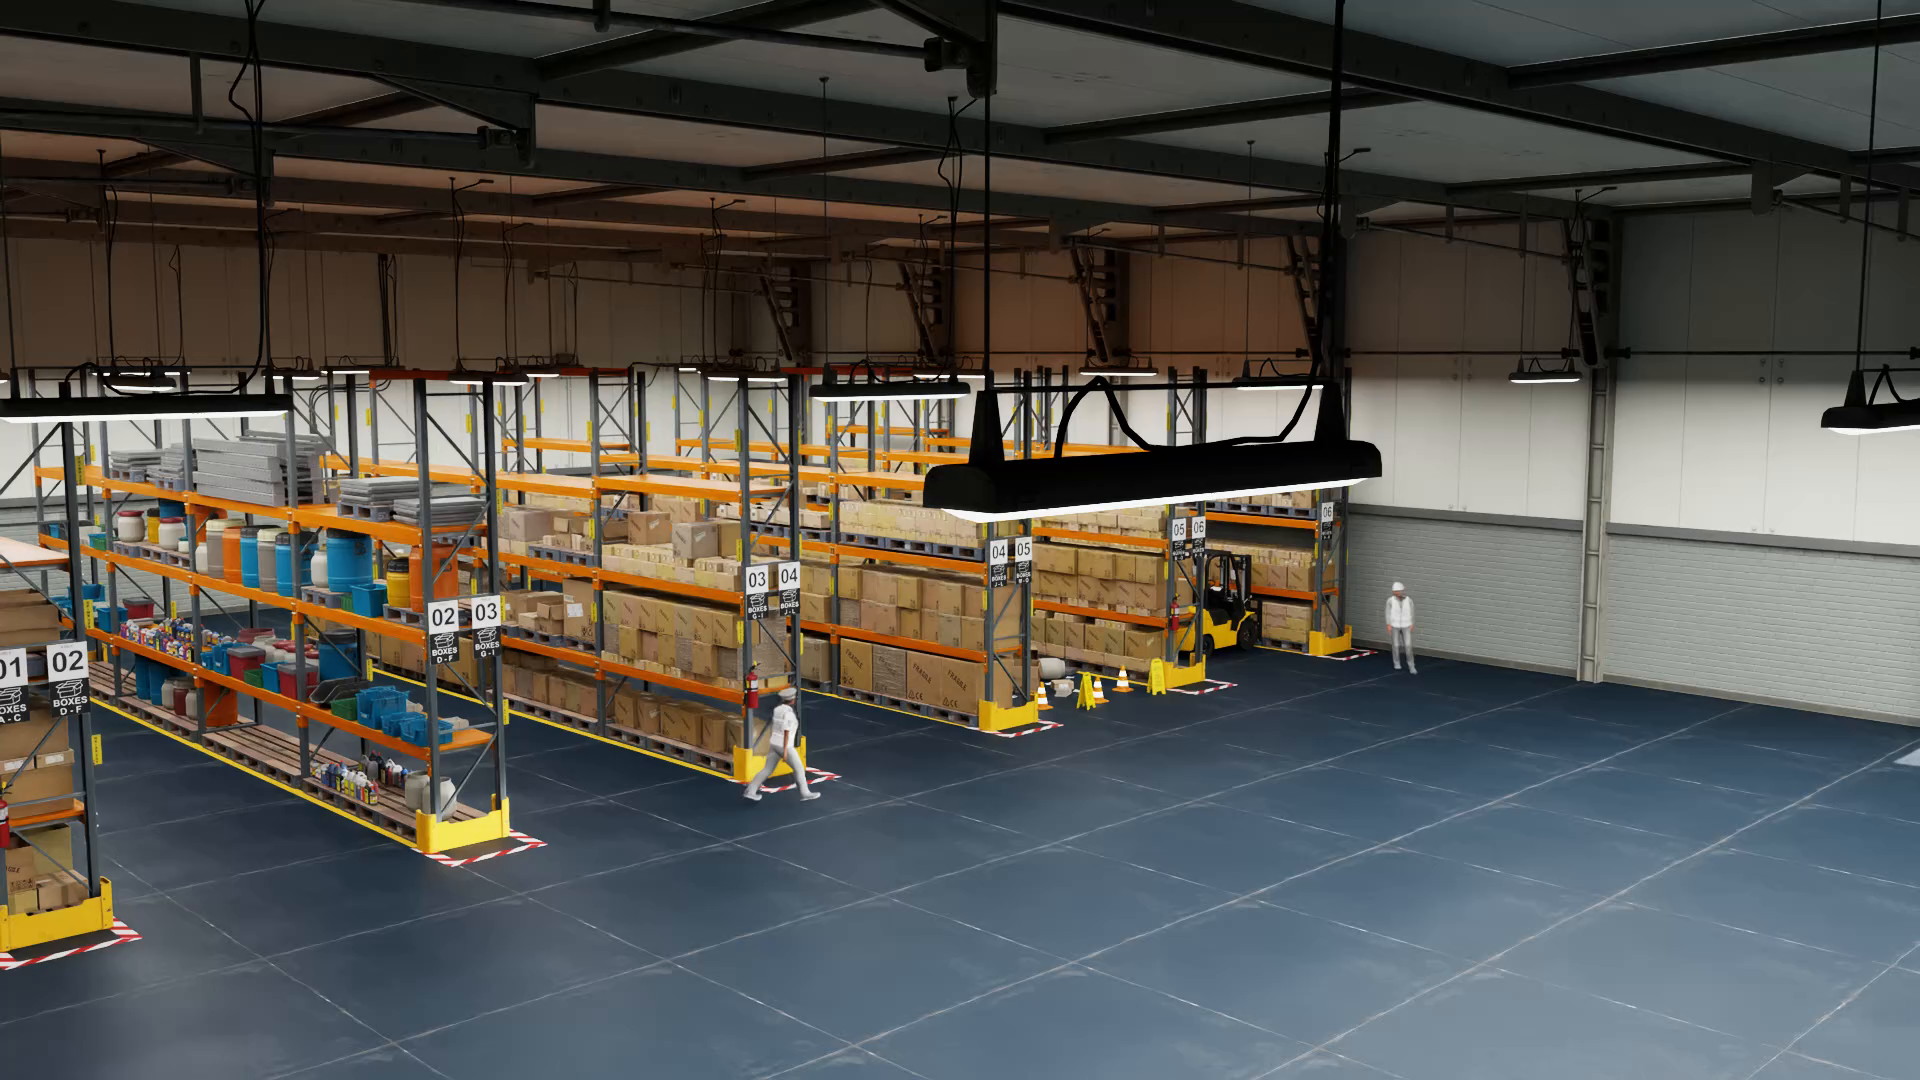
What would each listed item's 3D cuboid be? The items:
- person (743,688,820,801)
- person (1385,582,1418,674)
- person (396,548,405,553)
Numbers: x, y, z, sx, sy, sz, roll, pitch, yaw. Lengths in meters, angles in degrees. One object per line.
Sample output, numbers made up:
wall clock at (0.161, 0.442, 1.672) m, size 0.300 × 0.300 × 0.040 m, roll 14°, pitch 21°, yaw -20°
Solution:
person at (-2.520, 2.894, 23.376) m, size 1.084 × 1.609 × 0.469 m, roll -3°, pitch 7°, yaw -28°
person at (8.777, 1.729, 33.048) m, size 0.640 × 1.776 × 0.682 m, roll 1°, pitch 7°, yaw 11°
person at (-13.089, 1.068, 38.877) m, size 0.595 × 1.754 × 0.927 m, roll 3°, pitch 7°, yaw 25°
